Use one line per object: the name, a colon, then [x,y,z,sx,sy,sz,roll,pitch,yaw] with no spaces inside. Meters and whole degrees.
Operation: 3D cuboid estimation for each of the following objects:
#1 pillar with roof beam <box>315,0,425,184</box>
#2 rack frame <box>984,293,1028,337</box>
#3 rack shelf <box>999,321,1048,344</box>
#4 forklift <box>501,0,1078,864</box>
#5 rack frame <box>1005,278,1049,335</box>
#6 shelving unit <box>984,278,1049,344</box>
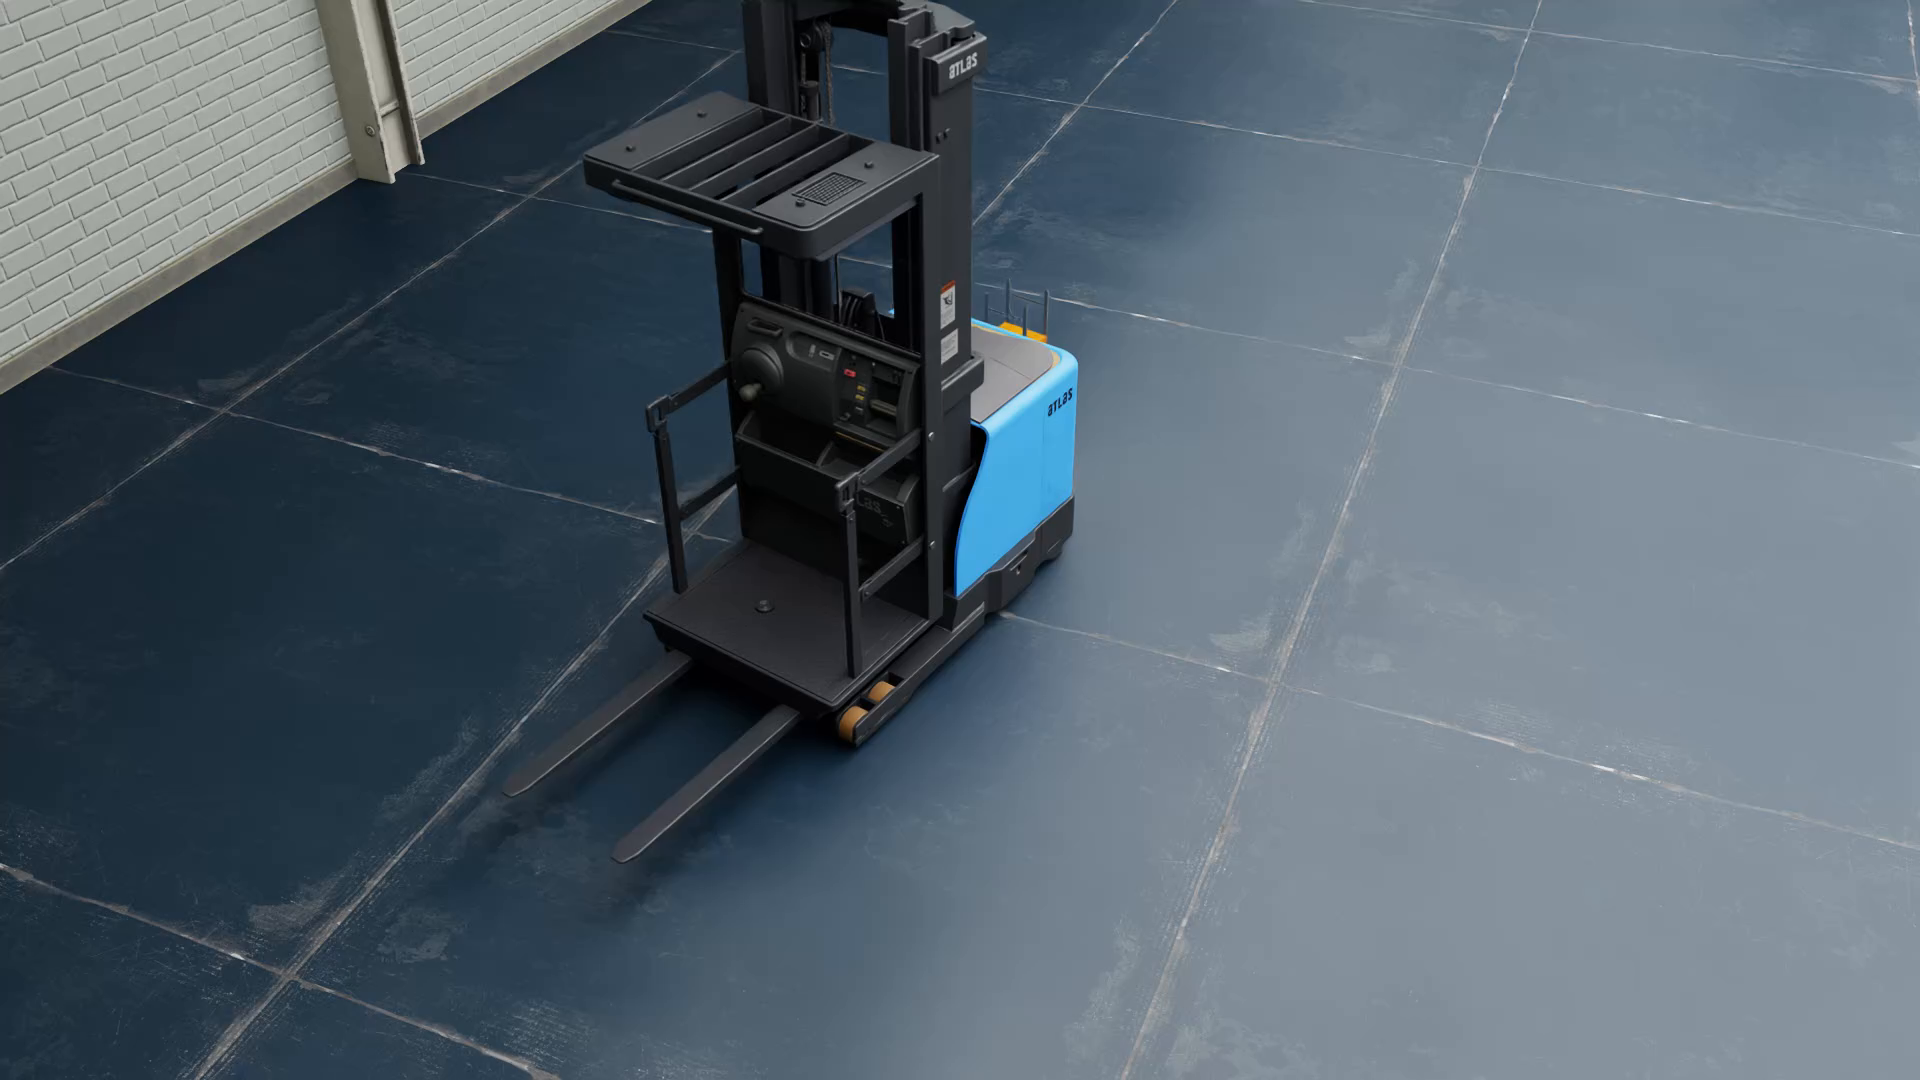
pillar with roof beam: [-0.093,-5.276,7.894,9.100,9.000,0.400,14,39,18]
rack frame: [0.218,-0.657,8.228,0.240,1.200,0.006,23,42,27]
rack shelf: [0.270,-0.954,8.099,0.258,0.103,0.180,23,42,27]
forklift: [-0.693,-0.620,6.733,1.130,2.935,3.031,23,42,27]
rack frame: [0.323,-0.746,8.348,0.240,1.200,0.006,23,42,27]
shelving unit: [0.270,-0.701,8.288,0.258,1.200,0.189,23,42,27]
